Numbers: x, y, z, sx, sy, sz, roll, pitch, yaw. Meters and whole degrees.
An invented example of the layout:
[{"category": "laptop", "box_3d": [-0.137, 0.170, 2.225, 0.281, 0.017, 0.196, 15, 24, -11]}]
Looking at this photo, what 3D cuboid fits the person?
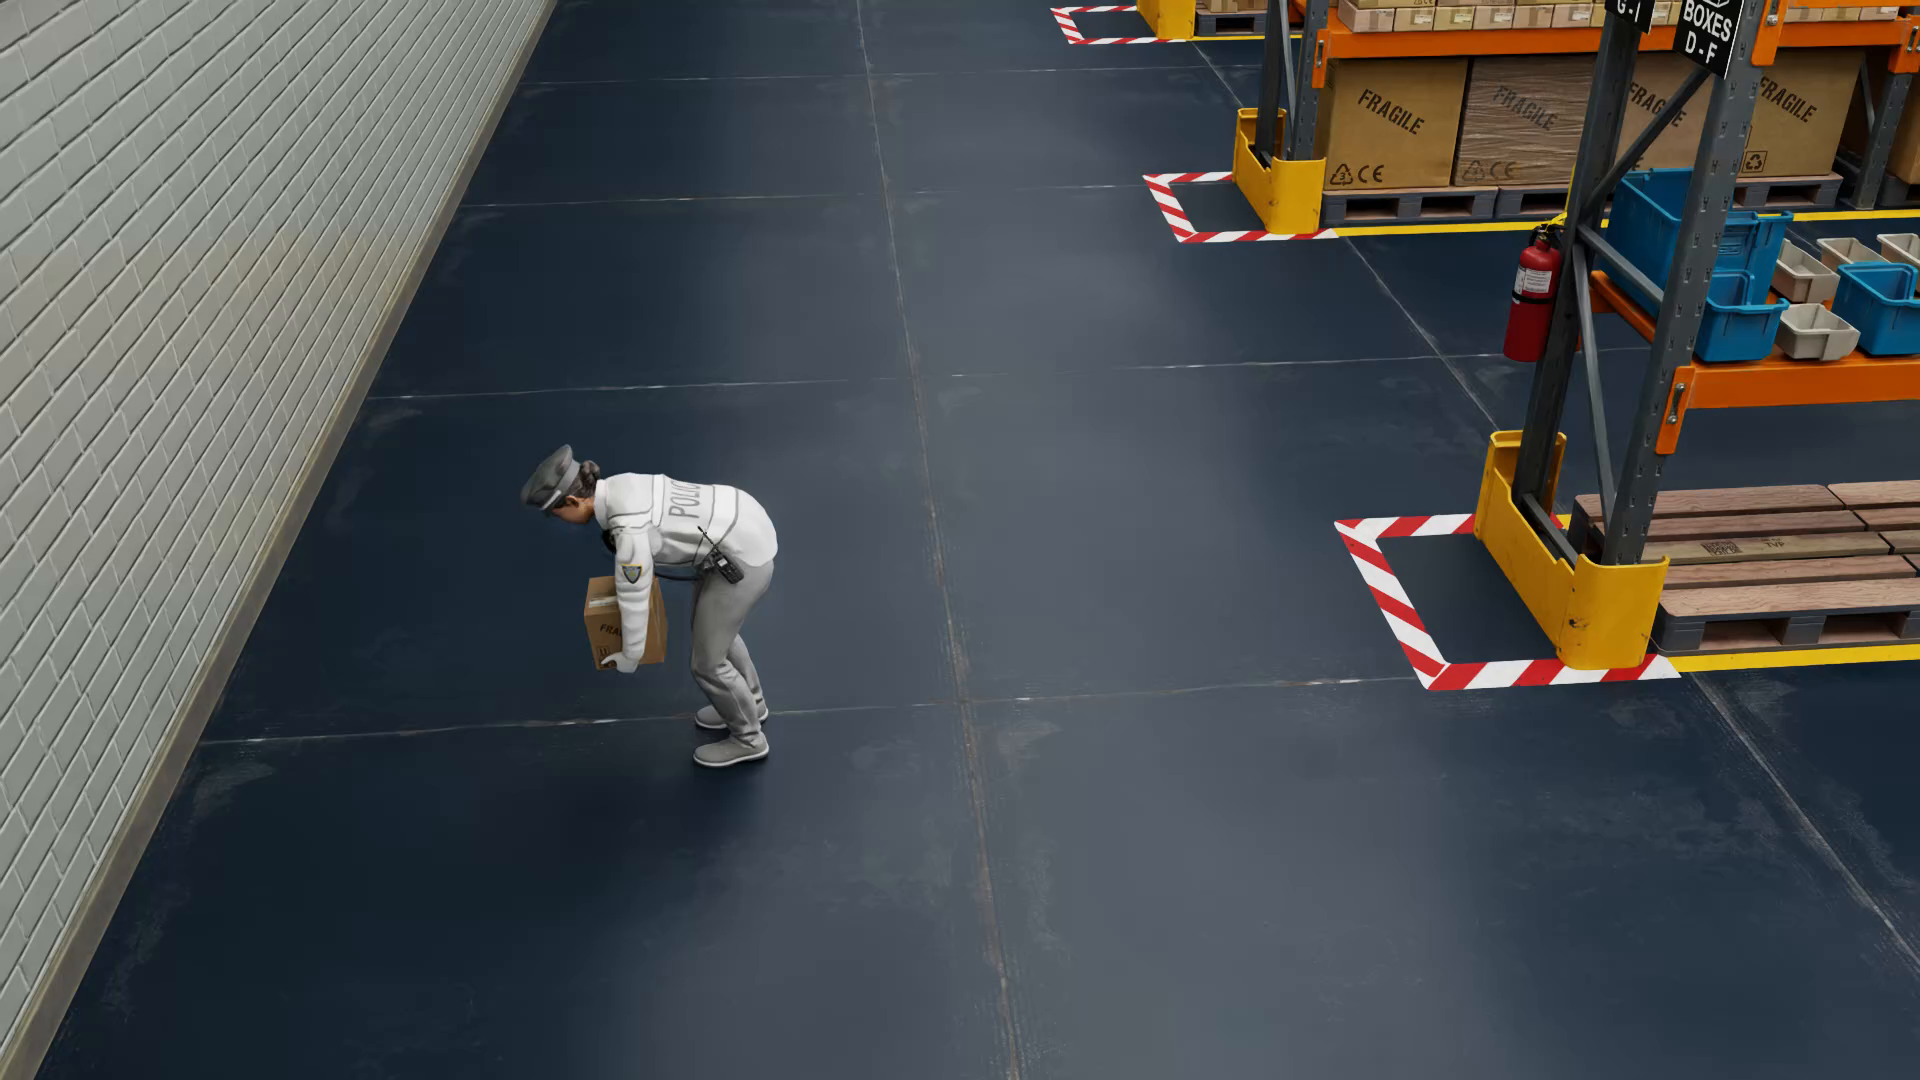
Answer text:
[{"category": "person", "box_3d": [-1.101, 0.233, 6.099, 0.886, 1.307, 0.411, -4, 31, -6]}]
